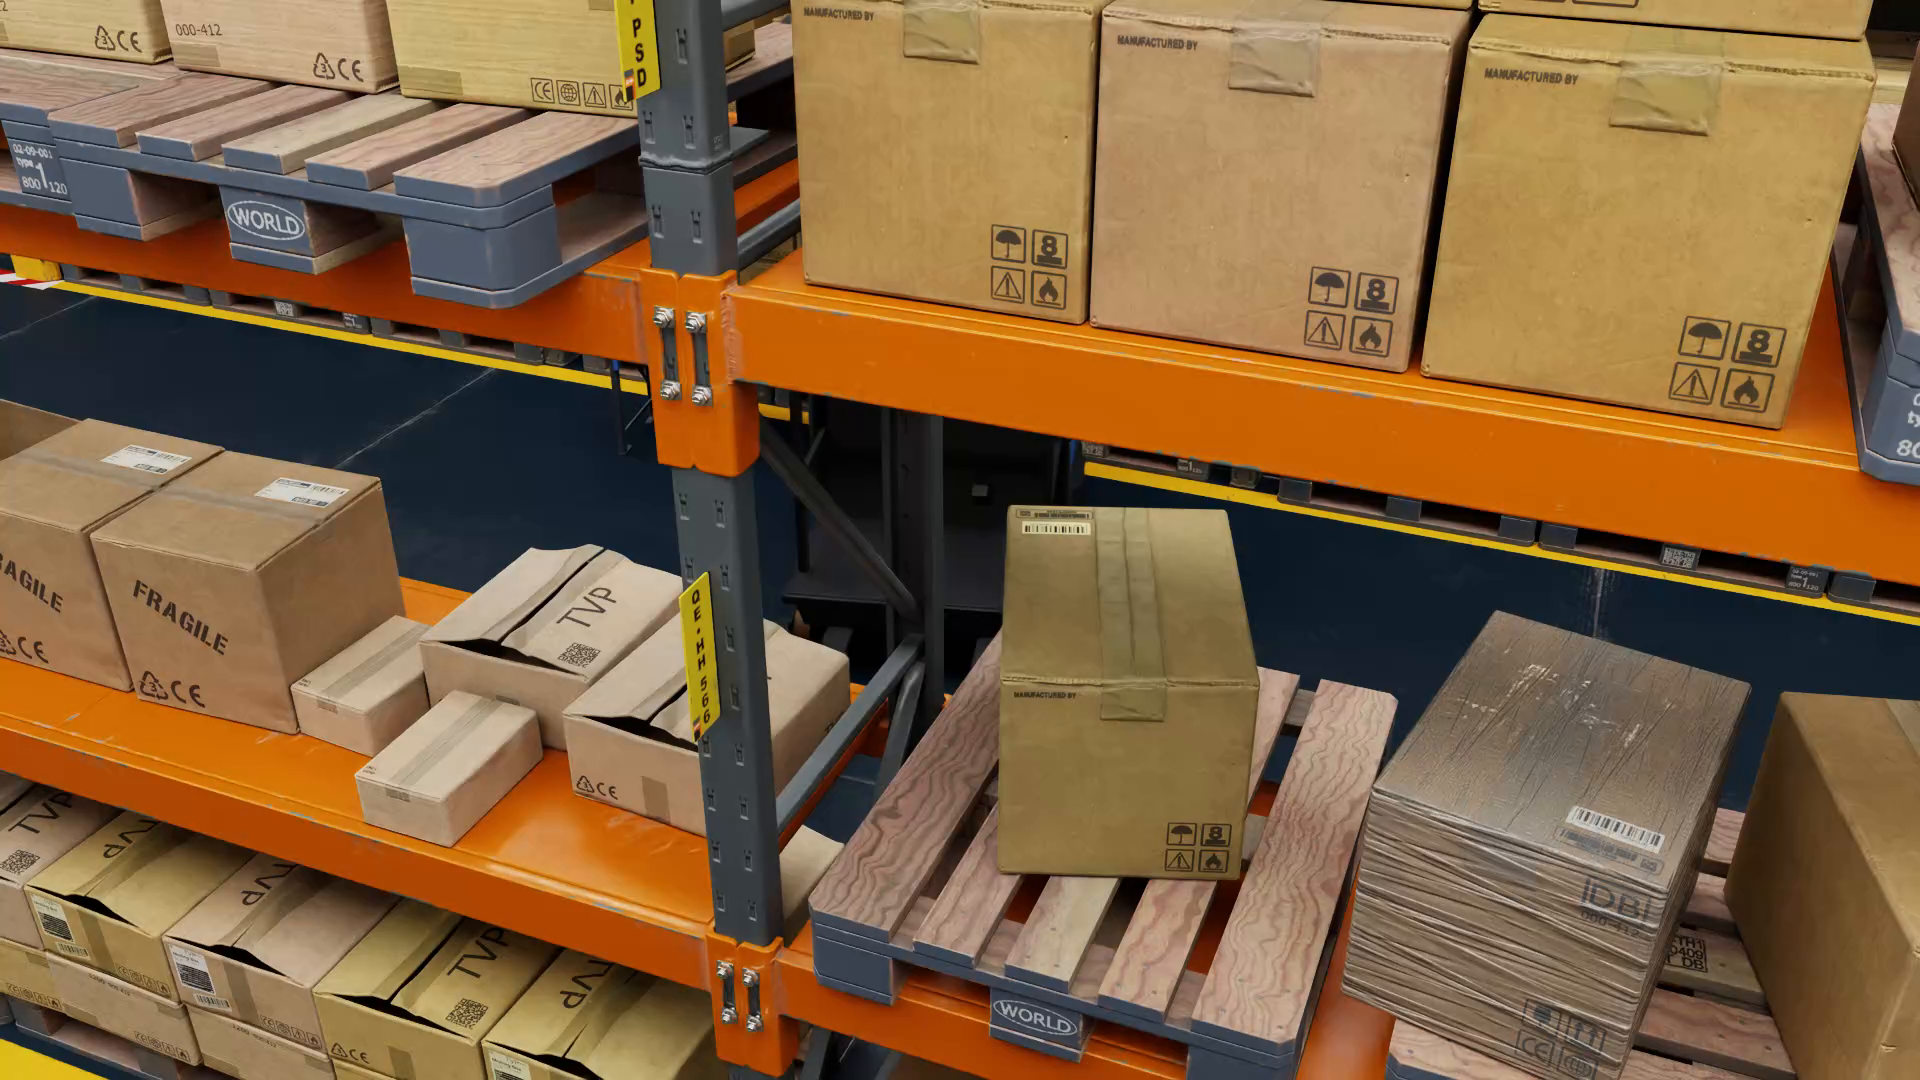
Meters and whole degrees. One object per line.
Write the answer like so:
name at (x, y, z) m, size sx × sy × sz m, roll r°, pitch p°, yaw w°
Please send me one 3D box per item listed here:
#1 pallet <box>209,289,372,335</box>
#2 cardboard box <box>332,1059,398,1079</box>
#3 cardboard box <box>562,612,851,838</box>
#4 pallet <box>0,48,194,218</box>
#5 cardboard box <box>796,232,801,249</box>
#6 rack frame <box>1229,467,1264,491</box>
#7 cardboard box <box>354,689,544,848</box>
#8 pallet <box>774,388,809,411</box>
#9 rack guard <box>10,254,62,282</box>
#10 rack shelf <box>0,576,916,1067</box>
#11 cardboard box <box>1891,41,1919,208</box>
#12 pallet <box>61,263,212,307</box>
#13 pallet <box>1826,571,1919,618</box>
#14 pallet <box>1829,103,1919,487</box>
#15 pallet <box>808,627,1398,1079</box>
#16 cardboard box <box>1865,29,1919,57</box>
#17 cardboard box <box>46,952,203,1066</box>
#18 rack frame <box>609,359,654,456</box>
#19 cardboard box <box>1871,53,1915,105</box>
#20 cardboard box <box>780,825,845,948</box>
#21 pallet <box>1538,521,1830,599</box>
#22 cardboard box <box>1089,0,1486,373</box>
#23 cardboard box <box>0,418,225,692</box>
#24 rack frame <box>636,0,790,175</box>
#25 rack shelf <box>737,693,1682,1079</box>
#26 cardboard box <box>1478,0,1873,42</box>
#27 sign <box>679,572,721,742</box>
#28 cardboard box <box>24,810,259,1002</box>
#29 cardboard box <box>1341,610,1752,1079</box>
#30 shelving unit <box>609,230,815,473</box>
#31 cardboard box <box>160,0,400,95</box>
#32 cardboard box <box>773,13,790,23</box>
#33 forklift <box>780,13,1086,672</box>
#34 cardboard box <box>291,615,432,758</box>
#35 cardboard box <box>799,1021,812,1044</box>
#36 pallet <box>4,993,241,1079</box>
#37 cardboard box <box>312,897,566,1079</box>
pallet at (-3.901, -1.645, 10.446) m, size 1.213 × 0.211 × 1.003 m, roll 11°, pitch 31°, yaw 19°
cardboard box at (-1.341, 1.408, 4.579) m, size 0.500 × 0.250 × 0.500 m, roll 11°, pitch 31°, yaw 19°
cardboard box at (-0.604, 0.425, 4.041) m, size 0.500 × 0.311 × 0.500 m, roll 13°, pitch 32°, yaw 22°
pallet at (-1.983, -1.041, 3.686) m, size 1.213 × 0.211 × 1.003 m, roll 13°, pitch 32°, yaw 21°
cardboard box at (-0.549, -1.653, 8.957) m, size 0.500 × 0.250 × 0.500 m, roll 10°, pitch 31°, yaw 18°
rack frame at (1.576, -1.786, 7.862) m, size 0.127 × 3.000 × 1.000 m, roll 11°, pitch 31°, yaw 19°
cardboard box at (-1.220, 0.542, 3.998) m, size 0.250 × 0.149 × 0.380 m, roll 11°, pitch 31°, yaw 19°
pallet at (-0.274, -0.944, 9.205) m, size 1.213 × 0.211 × 1.003 m, roll 11°, pitch 31°, yaw 19°
rack guard at (-5.767, -2.164, 11.070) m, size 0.348 × 0.500 × 1.175 m, roll 11°, pitch 31°, yaw 19°
rack shelf at (-2.136, 0.416, 4.696) m, size 4.000 × 0.370 × 1.077 m, roll 11°, pitch 31°, yaw 19°
cardboard box at (1.747, -0.735, 2.323) m, size 0.600 × 0.600 × 0.600 m, roll 10°, pitch 31°, yaw 17°
pallet at (-5.027, -1.872, 10.847) m, size 1.213 × 0.211 × 1.003 m, roll 11°, pitch 31°, yaw 19°
pallet at (4.539, 0.059, 7.430) m, size 1.213 × 0.211 × 1.003 m, roll 11°, pitch 31°, yaw 19°
pallet at (1.883, -0.354, 2.470) m, size 1.003 × 0.211 × 1.213 m, roll 11°, pitch 31°, yaw 19°
pallet at (0.372, 0.650, 3.746) m, size 1.003 × 0.211 × 1.213 m, roll 11°, pitch 31°, yaw 19°
cardboard box at (4.001, -1.942, 6.952) m, size 0.500 × 0.250 × 0.500 m, roll 10°, pitch 31°, yaw 17°
cardboard box at (-2.284, 1.219, 4.912) m, size 0.500 × 0.250 × 0.500 m, roll 12°, pitch 32°, yaw 20°
rack frame at (-1.684, -1.205, 8.357) m, size 0.032 × 1.500 × 0.500 m, roll 5°, pitch 30°, yaw 9°
cardboard box at (3.811, -1.717, 6.554) m, size 0.500 × 0.250 × 0.500 m, roll 12°, pitch 32°, yaw 20°
cardboard box at (-0.658, 1.012, 4.708) m, size 0.500 × 0.311 × 0.500 m, roll 12°, pitch 32°, yaw 21°
pallet at (3.405, -0.166, 7.828) m, size 1.213 × 0.211 × 1.003 m, roll 11°, pitch 31°, yaw 19°
cardboard box at (0.607, -0.716, 2.819) m, size 0.500 × 0.500 × 0.910 m, roll 11°, pitch 31°, yaw 19°
cardboard box at (-2.332, 0.029, 4.548) m, size 0.500 × 0.500 × 0.500 m, roll 11°, pitch 31°, yaw 19°
rack frame at (-0.283, -2.138, 2.388) m, size 0.127 × 3.000 × 1.000 m, roll 11°, pitch 31°, yaw 19°
rack shelf at (1.570, 1.156, 3.387) m, size 4.000 × 0.370 × 1.077 m, roll 11°, pitch 31°, yaw 19°
cardboard box at (1.064, -1.039, 2.374) m, size 0.500 × 0.500 × 0.500 m, roll 11°, pitch 31°, yaw 19°
sign at (-0.489, 0.223, 3.131) m, size 0.005 × 0.325 × 0.100 m, roll 11°, pitch 31°, yaw 19°
cardboard box at (-2.275, 0.977, 4.771) m, size 0.500 × 0.311 × 0.500 m, roll 12°, pitch 32°, yaw 20°
cardboard box at (1.119, 0.568, 3.168) m, size 0.500 × 0.500 × 0.700 m, roll 18°, pitch 34°, yaw 28°
shelving unit at (-1.184, -1.159, 8.275) m, size 1.048 × 1.500 × 0.538 m, roll 5°, pitch 30°, yaw 9°
cardboard box at (-1.217, -1.097, 3.320) m, size 0.500 × 0.250 × 0.500 m, roll 12°, pitch 32°, yaw 20°
cardboard box at (-0.535, -2.437, 8.465) m, size 0.500 × 0.500 × 0.700 m, roll 16°, pitch 33°, yaw 26°
forklift at (-0.112, -0.937, 6.429) m, size 1.130 × 2.935 × 3.031 m, roll 4°, pitch 30°, yaw 7°
cardboard box at (-1.486, 0.372, 4.298) m, size 0.250 × 0.149 × 0.380 m, roll 14°, pitch 32°, yaw 23°
cardboard box at (-0.658, 1.257, 4.846) m, size 0.500 × 0.250 × 0.500 m, roll 11°, pitch 31°, yaw 19°
pallet at (-2.158, 1.291, 5.252) m, size 1.213 × 0.211 × 1.003 m, roll 11°, pitch 31°, yaw 19°
cardboard box at (-1.345, 1.165, 4.437) m, size 0.500 × 0.311 × 0.500 m, roll 11°, pitch 31°, yaw 18°
